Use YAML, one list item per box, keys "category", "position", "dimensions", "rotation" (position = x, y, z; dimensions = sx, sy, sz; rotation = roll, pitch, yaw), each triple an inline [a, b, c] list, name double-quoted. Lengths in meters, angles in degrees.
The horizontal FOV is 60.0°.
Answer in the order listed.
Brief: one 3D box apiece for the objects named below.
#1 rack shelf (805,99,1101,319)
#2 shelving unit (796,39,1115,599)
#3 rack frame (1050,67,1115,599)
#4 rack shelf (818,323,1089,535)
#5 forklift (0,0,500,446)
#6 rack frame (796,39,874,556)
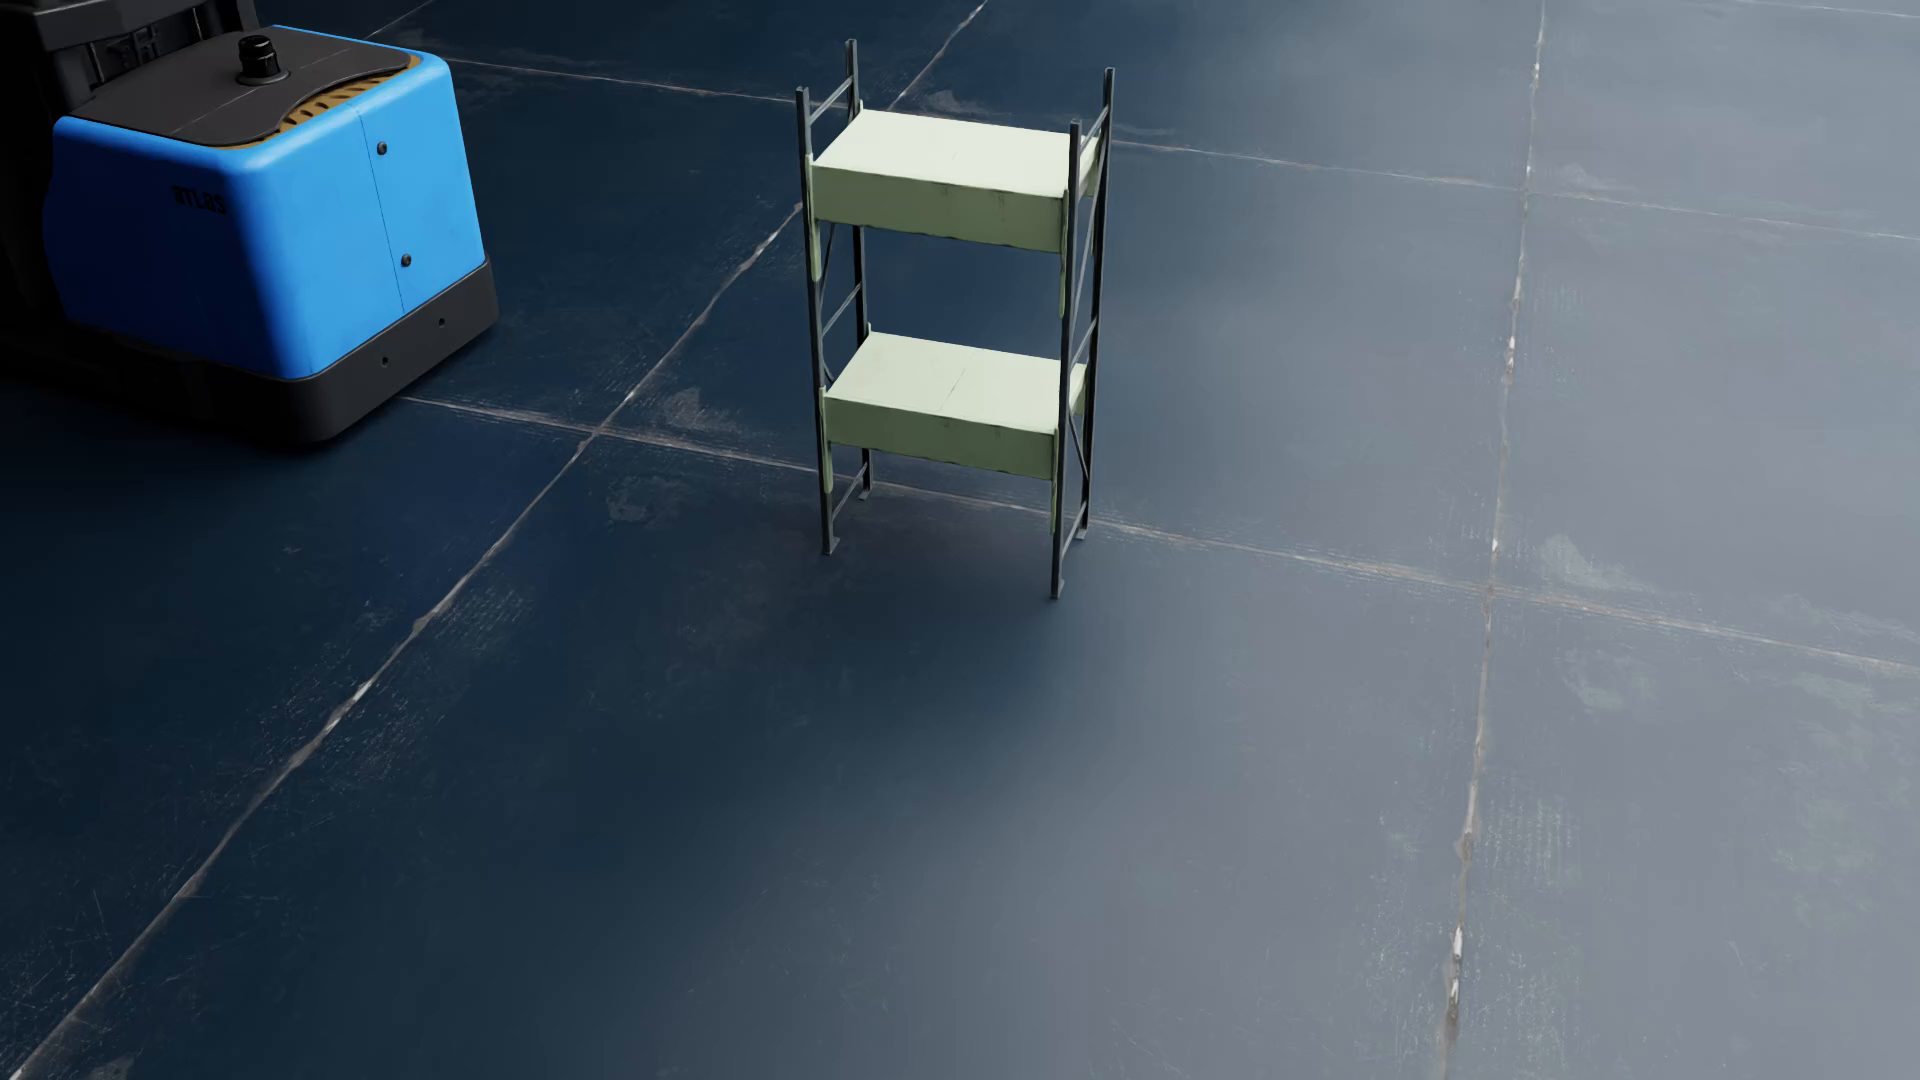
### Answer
- category: "rack shelf"
  position: [-0.006, -0.919, 4.576]
  dimensions: [0.720, 0.370, 0.431]
  rotation: [10, 38, 14]
- category: "shelving unit"
  position: [-0.006, -0.605, 4.807]
  dimensions: [0.755, 1.500, 0.431]
  rotation: [10, 38, 14]
- category: "rack frame"
  position: [0.343, -0.541, 4.719]
  dimensions: [0.023, 1.500, 0.400]
  rotation: [10, 38, 14]
- category: "rack shelf"
  position: [-0.006, -0.343, 5.000]
  dimensions: [0.720, 0.370, 0.431]
  rotation: [10, 38, 14]
- category: "forklift"
  position: [-3.295, -2.084, 5.609]
  dimensions: [3.031, 2.935, 1.130]
  rotation: [15, 39, 20]
- category: "rack frame"
  position: [-0.356, -0.670, 4.895]
  dimensions: [0.023, 1.500, 0.400]
  rotation: [10, 38, 14]
